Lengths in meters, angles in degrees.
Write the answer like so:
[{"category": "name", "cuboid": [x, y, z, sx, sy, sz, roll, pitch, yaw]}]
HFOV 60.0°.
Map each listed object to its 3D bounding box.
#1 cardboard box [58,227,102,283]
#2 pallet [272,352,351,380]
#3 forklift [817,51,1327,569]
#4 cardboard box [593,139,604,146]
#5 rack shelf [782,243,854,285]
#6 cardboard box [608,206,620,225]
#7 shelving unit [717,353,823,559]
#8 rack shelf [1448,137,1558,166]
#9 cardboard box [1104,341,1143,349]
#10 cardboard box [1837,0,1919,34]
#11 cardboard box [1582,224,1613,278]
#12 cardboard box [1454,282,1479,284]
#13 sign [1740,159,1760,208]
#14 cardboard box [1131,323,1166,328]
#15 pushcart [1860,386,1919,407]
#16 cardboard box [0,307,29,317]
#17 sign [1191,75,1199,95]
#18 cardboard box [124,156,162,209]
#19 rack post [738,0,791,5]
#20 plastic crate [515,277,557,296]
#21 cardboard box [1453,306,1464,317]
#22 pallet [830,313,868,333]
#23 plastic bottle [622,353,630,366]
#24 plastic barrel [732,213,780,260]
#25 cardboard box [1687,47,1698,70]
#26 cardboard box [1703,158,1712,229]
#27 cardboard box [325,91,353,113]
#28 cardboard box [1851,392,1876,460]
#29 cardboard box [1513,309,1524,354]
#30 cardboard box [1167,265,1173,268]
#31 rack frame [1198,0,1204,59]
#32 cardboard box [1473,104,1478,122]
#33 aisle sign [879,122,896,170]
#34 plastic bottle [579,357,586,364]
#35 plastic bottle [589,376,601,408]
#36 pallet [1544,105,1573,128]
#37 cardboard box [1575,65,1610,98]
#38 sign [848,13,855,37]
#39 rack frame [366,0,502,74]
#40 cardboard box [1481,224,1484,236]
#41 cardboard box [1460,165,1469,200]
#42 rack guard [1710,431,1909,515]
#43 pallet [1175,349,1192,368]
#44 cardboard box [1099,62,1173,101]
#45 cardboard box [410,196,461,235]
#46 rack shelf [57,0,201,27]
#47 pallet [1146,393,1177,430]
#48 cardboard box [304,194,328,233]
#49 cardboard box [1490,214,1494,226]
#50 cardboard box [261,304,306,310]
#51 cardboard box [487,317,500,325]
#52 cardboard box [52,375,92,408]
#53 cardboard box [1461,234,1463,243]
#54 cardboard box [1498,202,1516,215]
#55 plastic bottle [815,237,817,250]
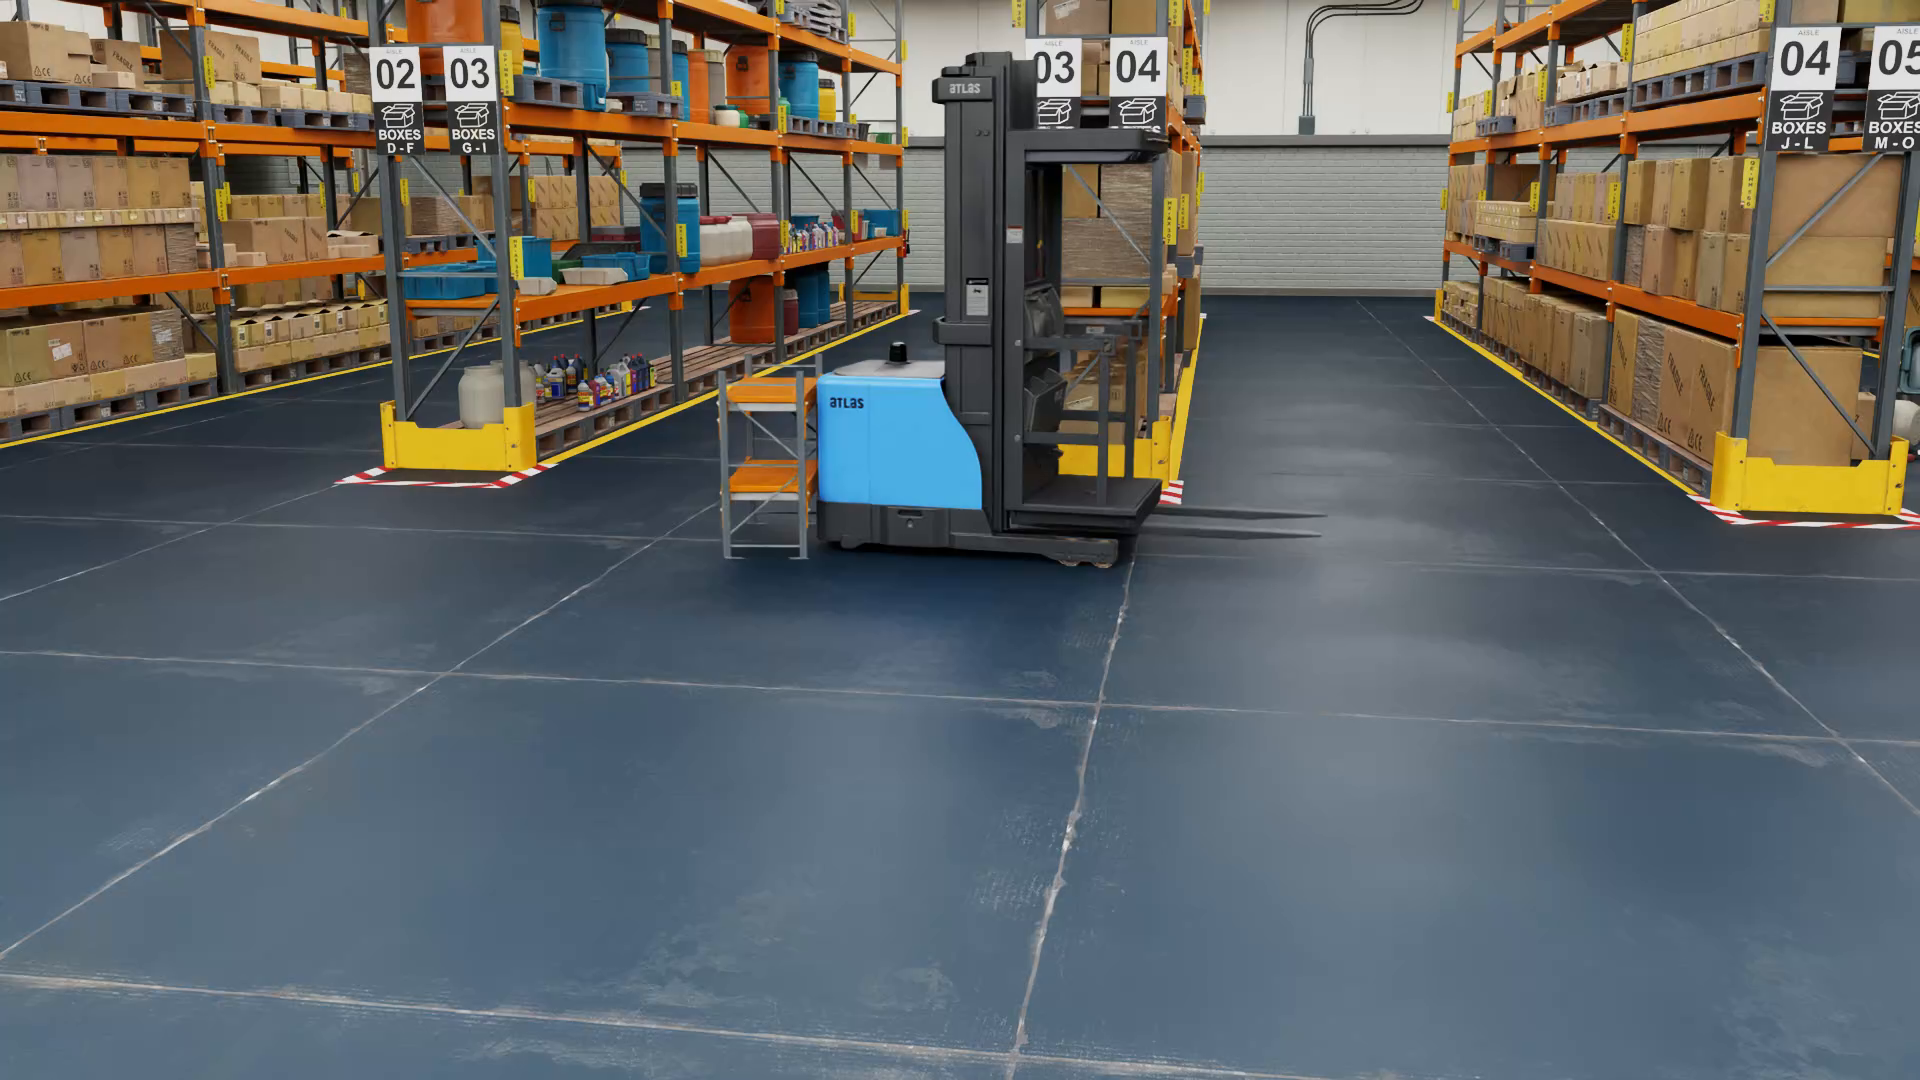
[{"category": "cardboard box", "cuboid": [-8.505, -2.665, 15.502, 0.700, 0.500, 0.500, 2, 12, 10]}, {"category": "pallet", "cuboid": [-7.949, -2.076, 19.624, 1.003, 0.211, 1.213, 2, 12, 9]}, {"category": "forklift", "cuboid": [0.697, -1.389, 9.982, 3.031, 2.935, 1.130, 3, 13, 14]}, {"category": "cardboard box", "cuboid": [-6.270, -6.701, 27.705, 0.500, 0.250, 0.500, 2, 12, 9]}, {"category": "rack shelf", "cuboid": [-2.393, -3.766, 22.554, 1.077, 0.370, 4.000, 2, 12, 9]}, {"category": "cardboard box", "cuboid": [-6.164, -5.474, 28.538, 0.500, 0.500, 0.500, 2, 12, 10]}, {"category": "shelving unit", "cuboid": [-1.153, -0.546, 10.354, 0.538, 1.125, 1.048, 0, 12, 1]}, {"category": "rack shelf", "cuboid": [8.002, -5.722, 24.514, 1.077, 0.370, 4.000, 2, 12, 9]}, {"category": "cardboard box", "cuboid": [1.477, -1.609, 15.777, 0.500, 0.500, 0.500, 1, 12, 7]}, {"category": "cardboard box", "cuboid": [6.176, -3.578, 11.272, 0.500, 0.250, 0.500, 2, 12, 9]}, {"category": "cardboard box", "cuboid": [6.358, -2.797, 16.117, 0.500, 0.500, 0.500, 2, 12, 8]}, {"category": "cardboard box", "cuboid": [7.970, -3.967, 26.140, 0.380, 0.149, 0.250, 2, 12, 10]}, {"category": "sign", "cuboid": [5.315, -2.396, 11.179, 0.100, 0.325, 0.005, 2, 12, 9]}, {"category": "cardboard box", "cuboid": [1.872, -2.043, 17.743, 0.700, 0.500, 0.500, 1, 12, 4]}, {"category": "pushcart", "cuboid": [9.110, -1.168, 15.019, 1.648, 0.377, 0.936, -2, 12, -11]}, {"category": "cardboard box", "cuboid": [-12.549, -2.864, 21.550, 0.700, 0.500, 0.500, 2, 12, 9]}, {"category": "sign", "cuboid": [2.729, -5.242, 19.348, 0.100, 0.325, 0.005, 2, 12, 9]}, {"category": "cardboard box", "cuboid": [-8.348, -3.515, 16.366, 0.700, 0.500, 0.500, 2, 12, 9]}, {"category": "rack post", "cuboid": [-2.630, -6.749, 20.629, 0.954, 0.300, 0.937, 2, 12, 9]}, {"category": "plastic crate", "cuboid": [-3.475, -2.083, 13.663, 0.298, 0.136, 0.250, 2, 12, 9]}, {"category": "cardboard box", "cuboid": [7.705, -3.473, 25.259, 0.380, 0.149, 0.250, 1, 12, 6]}, {"category": "pallet", "cuboid": [-2.011, -3.325, 25.420, 1.003, 0.211, 1.213, 2, 12, 9]}, {"category": "plastic bottle", "cuboid": [-3.272, -1.650, 16.272, 0.144, 0.351, 0.185, 2, 12, 9]}, {"category": "plastic barrel", "cuboid": [-2.472, -3.661, 20.038, 0.600, 0.536, 0.708, 2, 12, 9]}, {"category": "cardboard box", "cuboid": [5.800, -3.689, 12.732, 0.380, 0.149, 0.250, 2, 12, 9]}, {"category": "cardboard box", "cuboid": [6.158, -2.600, 12.520, 0.875, 0.550, 0.550, 2, 12, 9]}, {"category": "cardboard box", "cuboid": [-7.671, -5.255, 19.995, 0.500, 0.250, 0.500, 2, 12, 10]}, {"category": "cardboard box", "cuboid": [7.239, -0.949, 13.704, 0.500, 0.500, 0.500, 4, 13, 18]}, {"category": "cardboard box", "cuboid": [6.922, -2.488, 19.853, 0.500, 0.500, 0.500, 2, 12, 8]}, {"category": "cardboard box", "cuboid": [1.788, -2.479, 15.473, 0.380, 0.149, 0.250, 2, 12, 9]}, {"category": "rack frame", "cuboid": [3.424, -8.139, 26.897, 1.000, 3.000, 0.127, 2, 12, 9]}, {"category": "cardboard box", "cuboid": [7.681, -6.150, 23.959, 0.500, 0.250, 0.500, 2, 12, 11]}, {"category": "aisle sign", "cuboid": [-1.170, -6.643, 28.026, 0.394, 0.787, 0.004, 2, 12, 9]}, {"category": "plastic bottle", "cuboid": [-3.798, -1.698, 16.682, 0.097, 0.271, 0.097, 0, 12, 0]}, {"category": "plastic bottle", "cuboid": [-3.291, -1.337, 14.979, 0.061, 0.283, 0.133, 2, 12, 10]}, {"category": "pallet", "cuboid": [7.032, -4.597, 18.033, 1.213, 0.211, 1.003, 2, 12, 11]}, {"category": "cardboard box", "cuboid": [6.594, -4.681, 16.951, 0.500, 0.311, 0.500, 2, 12, 8]}, {"category": "sign", "cuboid": [-1.542, -7.346, 23.716, 0.100, 0.325, 0.005, 2, 12, 9]}, {"category": "rack frame", "cuboid": [-3.931, -4.968, 12.187, 1.000, 3.000, 0.127, 2, 12, 9]}, {"category": "cardboard box", "cuboid": [7.100, -4.097, 21.984, 0.380, 0.149, 0.250, 2, 12, 9]}, {"category": "cardboard box", "cuboid": [7.730, -5.303, 24.665, 0.500, 0.500, 0.500, 1, 12, 7]}, {"category": "rack guard", "cuboid": [5.845, -0.466, 11.471, 1.175, 0.500, 0.348, 2, 12, 9]}, {"category": "pallet", "cuboid": [2.389, -2.339, 20.846, 1.003, 0.211, 1.213, 2, 12, 9]}, {"category": "cardboard box", "cuboid": [1.293, -3.360, 12.201, 0.500, 0.250, 0.500, 2, 12, 10]}, {"category": "cardboard box", "cuboid": [-7.279, -4.435, 22.720, 0.700, 0.500, 0.500, 4, 13, 19]}, {"category": "rack shelf", "cuboid": [-8.517, -4.999, 14.985, 1.077, 0.370, 4.000, 2, 12, 9]}, {"category": "pallet", "cuboid": [1.510, -1.204, 15.578, 1.003, 0.211, 1.213, 2, 12, 9]}, {"category": "cardboard box", "cuboid": [-11.429, -5.576, 28.533, 0.980, 0.700, 0.700, 2, 12, 8]}, {"category": "cardboard box", "cuboid": [6.982, -4.079, 21.194, 0.380, 0.149, 0.250, 2, 12, 8]}, {"category": "cardboard box", "cuboid": [-8.118, -2.682, 20.019, 0.500, 0.311, 0.500, 2, 12, 7]}, {"category": "cardboard box", "cuboid": [-6.934, -3.369, 23.895, 0.500, 0.500, 0.500, 2, 12, 9]}, {"category": "cardboard box", "cuboid": [-8.372, -1.371, 15.264, 0.500, 0.250, 0.500, 2, 12, 9]}, {"category": "cardboard box", "cuboid": [7.807, -4.571, 25.182, 0.380, 0.149, 0.250, 2, 12, 8]}, {"category": "cardboard box", "cuboid": [6.902, -4.118, 20.669, 0.380, 0.149, 0.250, 2, 12, 11]}, {"category": "plastic bottle", "cuboid": [-2.007, -4.062, 22.692, 0.097, 0.201, 0.097, 0, 12, 0]}]
